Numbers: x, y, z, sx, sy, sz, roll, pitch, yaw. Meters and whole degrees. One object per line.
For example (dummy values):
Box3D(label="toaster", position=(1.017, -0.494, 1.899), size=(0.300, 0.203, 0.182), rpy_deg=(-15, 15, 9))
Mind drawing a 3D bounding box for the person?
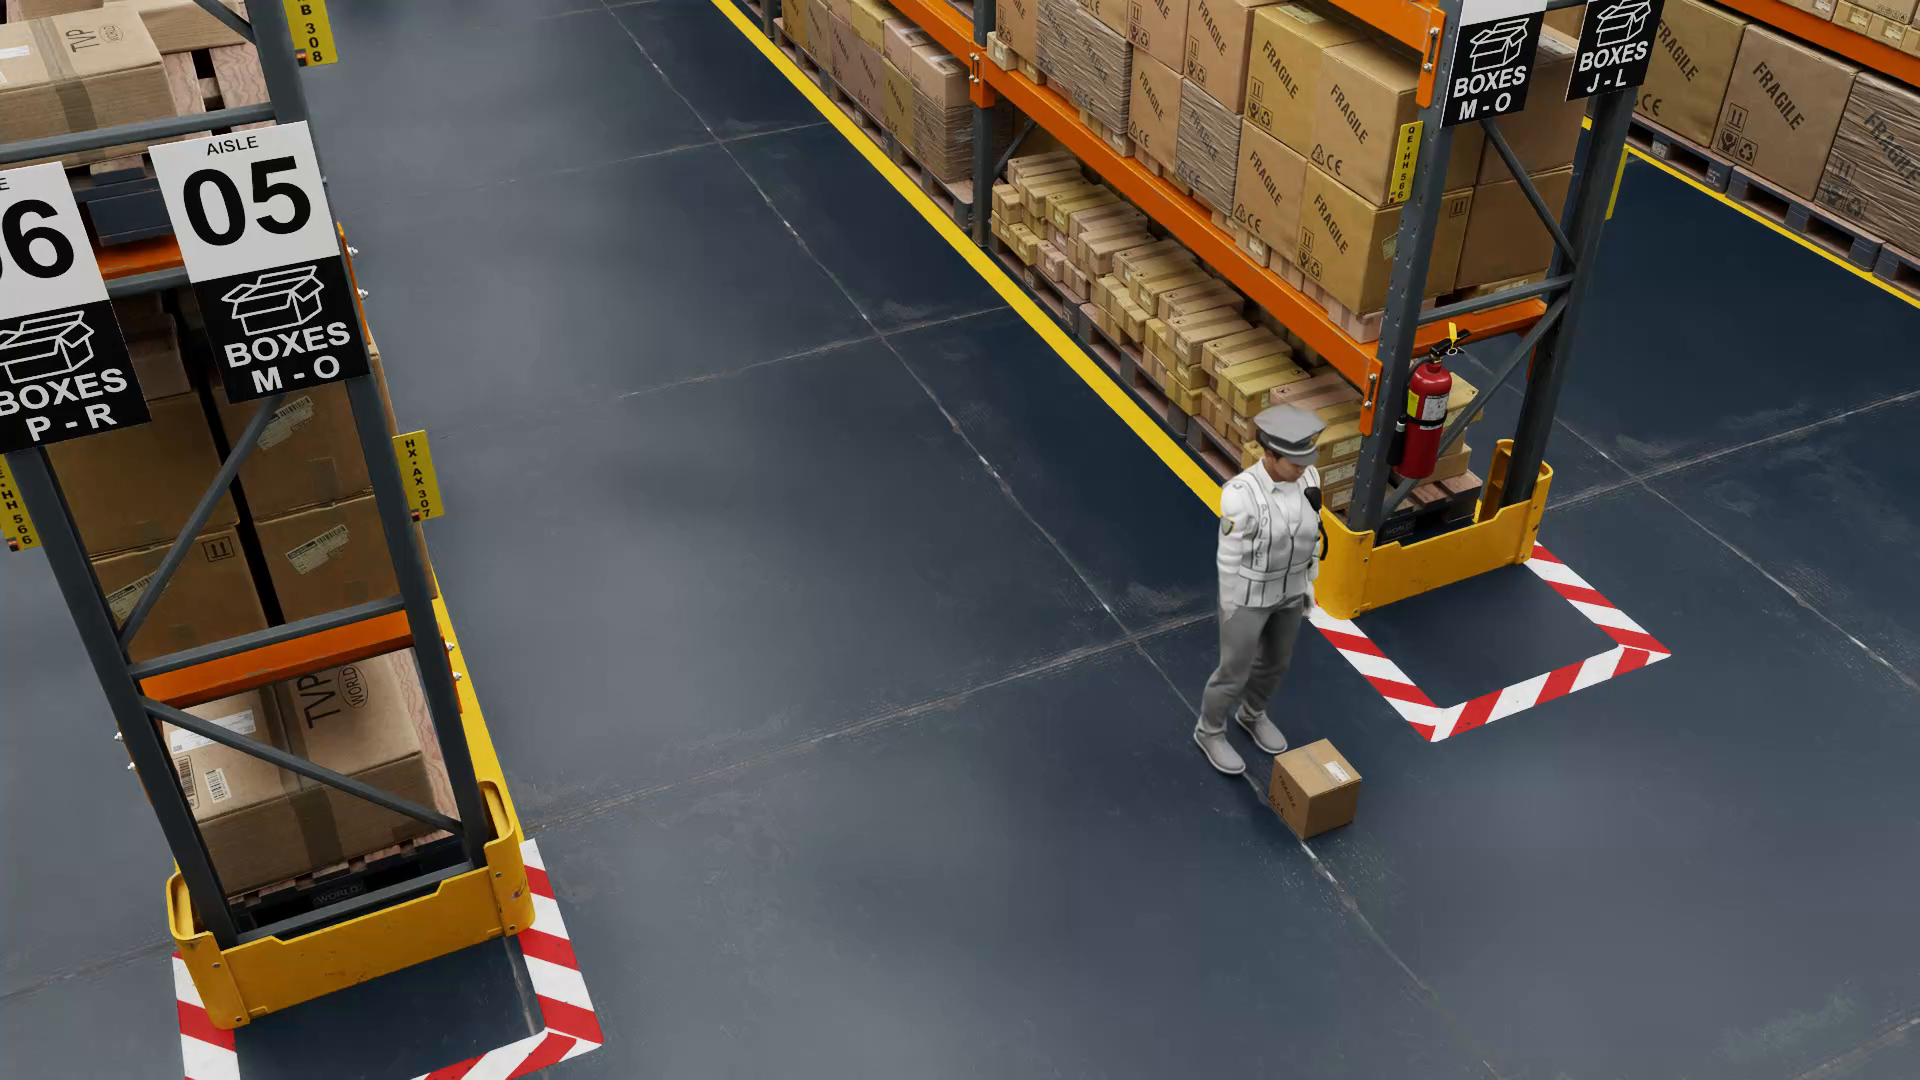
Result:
Box3D(label="person", position=(1.215, 0.210, 6.584), size=(0.469, 1.662, 0.328), rpy_deg=(-19, 41, -23))
